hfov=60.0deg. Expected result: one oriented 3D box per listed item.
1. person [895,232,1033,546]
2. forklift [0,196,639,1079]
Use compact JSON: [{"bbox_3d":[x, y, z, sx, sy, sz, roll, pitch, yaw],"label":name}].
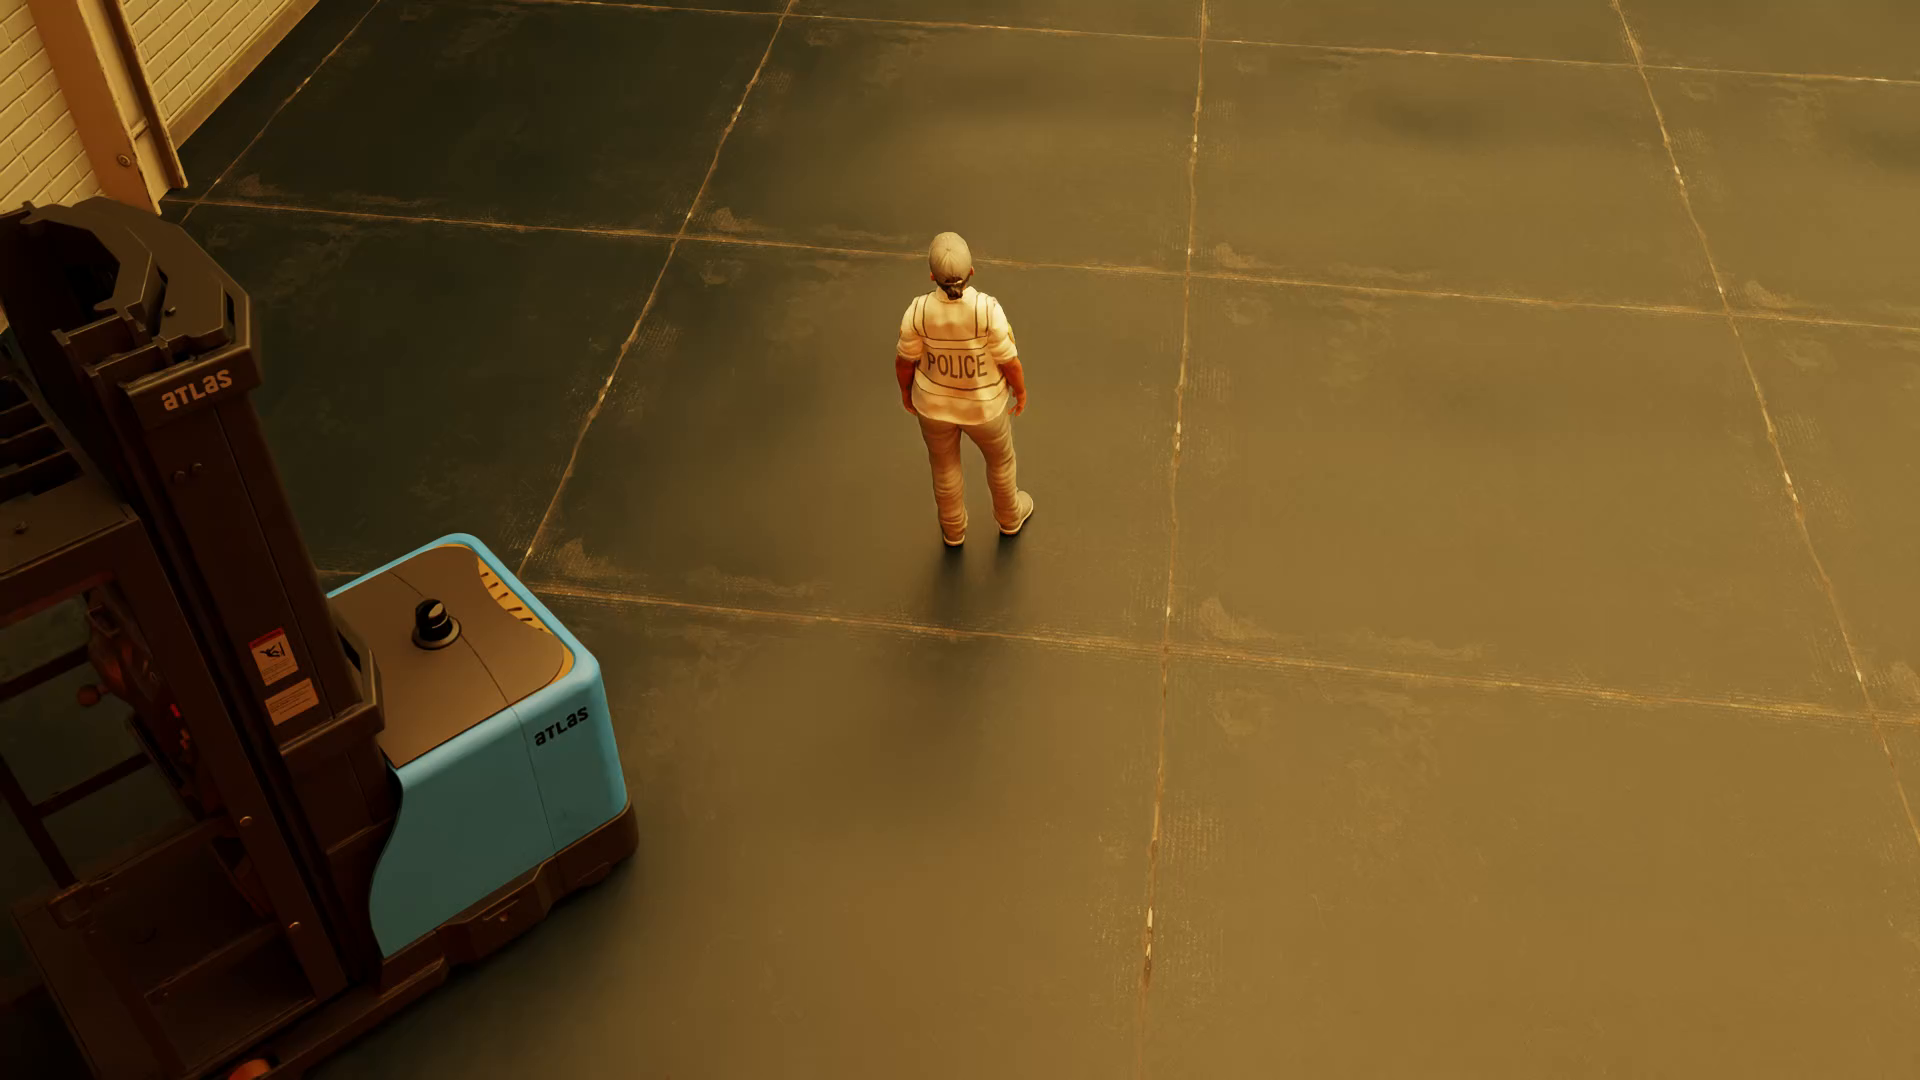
[{"bbox_3d":[0.033,-0.668,7.376,0.598,1.670,0.529,5,43,6],"label":"person"},{"bbox_3d":[-2.697,0.561,5.113,3.031,2.935,1.130,-31,51,-29],"label":"forklift"}]
